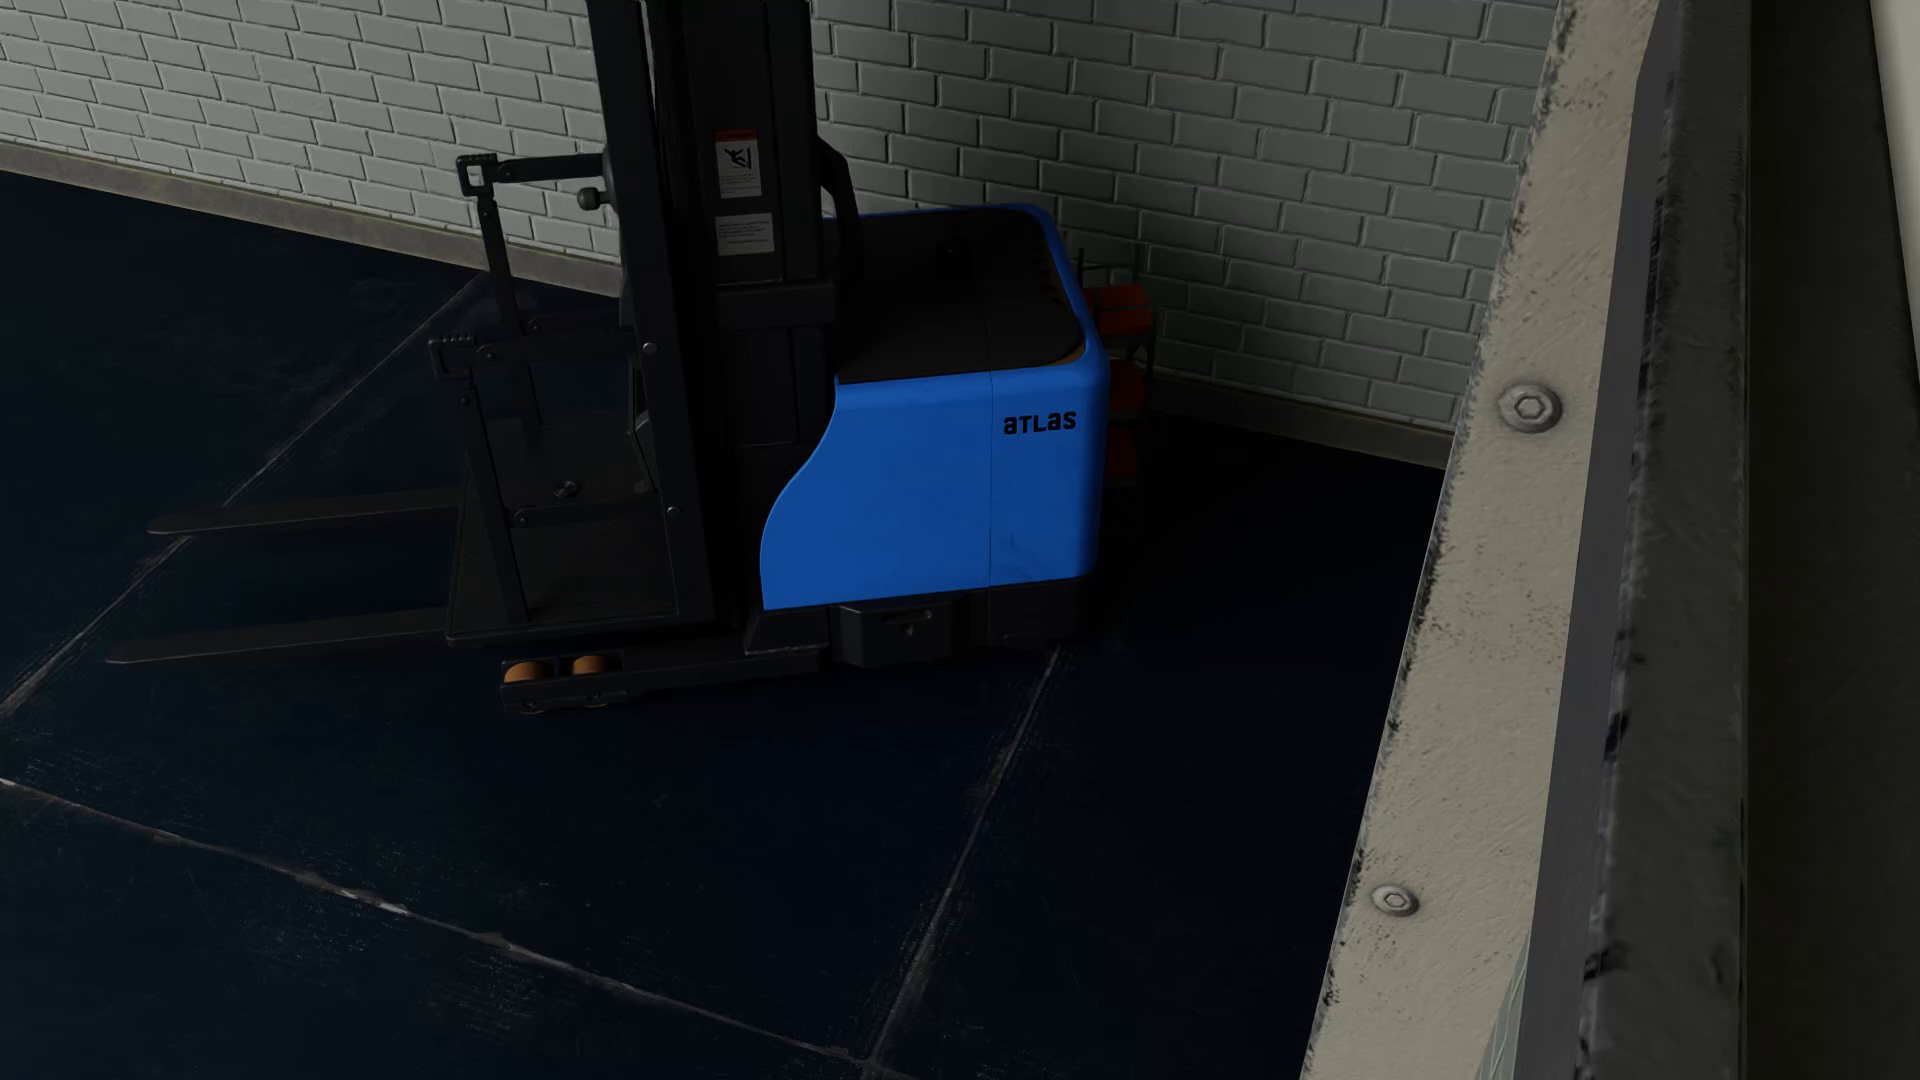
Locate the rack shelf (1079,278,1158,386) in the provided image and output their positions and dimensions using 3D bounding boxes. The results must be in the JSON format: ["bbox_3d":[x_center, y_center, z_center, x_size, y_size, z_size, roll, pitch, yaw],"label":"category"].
[{"bbox_3d":[0.489,-0.649,5.281,0.215,0.259,0.240,-6,41,-7],"label":"rack shelf"}]

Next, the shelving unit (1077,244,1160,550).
[{"bbox_3d":[0.489,-0.442,5.459,0.215,1.050,0.252,-6,41,-7],"label":"shelving unit"}]

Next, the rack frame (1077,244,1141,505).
[{"bbox_3d":[0.470,-0.520,5.550,0.200,1.050,0.008,-6,41,-7],"label":"rack frame"}]

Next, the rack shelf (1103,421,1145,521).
[{"bbox_3d":[0.489,-0.222,5.646,0.215,0.259,0.240,-6,41,-7],"label":"rack shelf"}]

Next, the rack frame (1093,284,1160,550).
[{"bbox_3d":[0.508,-0.363,5.367,0.200,1.050,0.008,-6,41,-7],"label":"rack frame"}]

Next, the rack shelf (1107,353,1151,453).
[{"bbox_3d":[0.489,-0.434,5.466,0.215,0.259,0.240,-6,41,-7],"label":"rack shelf"}]

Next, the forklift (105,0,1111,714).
[{"bbox_3d":[-1.119,-0.947,4.602,3.031,2.935,1.130,-6,41,-7],"label":"forklift"}]
